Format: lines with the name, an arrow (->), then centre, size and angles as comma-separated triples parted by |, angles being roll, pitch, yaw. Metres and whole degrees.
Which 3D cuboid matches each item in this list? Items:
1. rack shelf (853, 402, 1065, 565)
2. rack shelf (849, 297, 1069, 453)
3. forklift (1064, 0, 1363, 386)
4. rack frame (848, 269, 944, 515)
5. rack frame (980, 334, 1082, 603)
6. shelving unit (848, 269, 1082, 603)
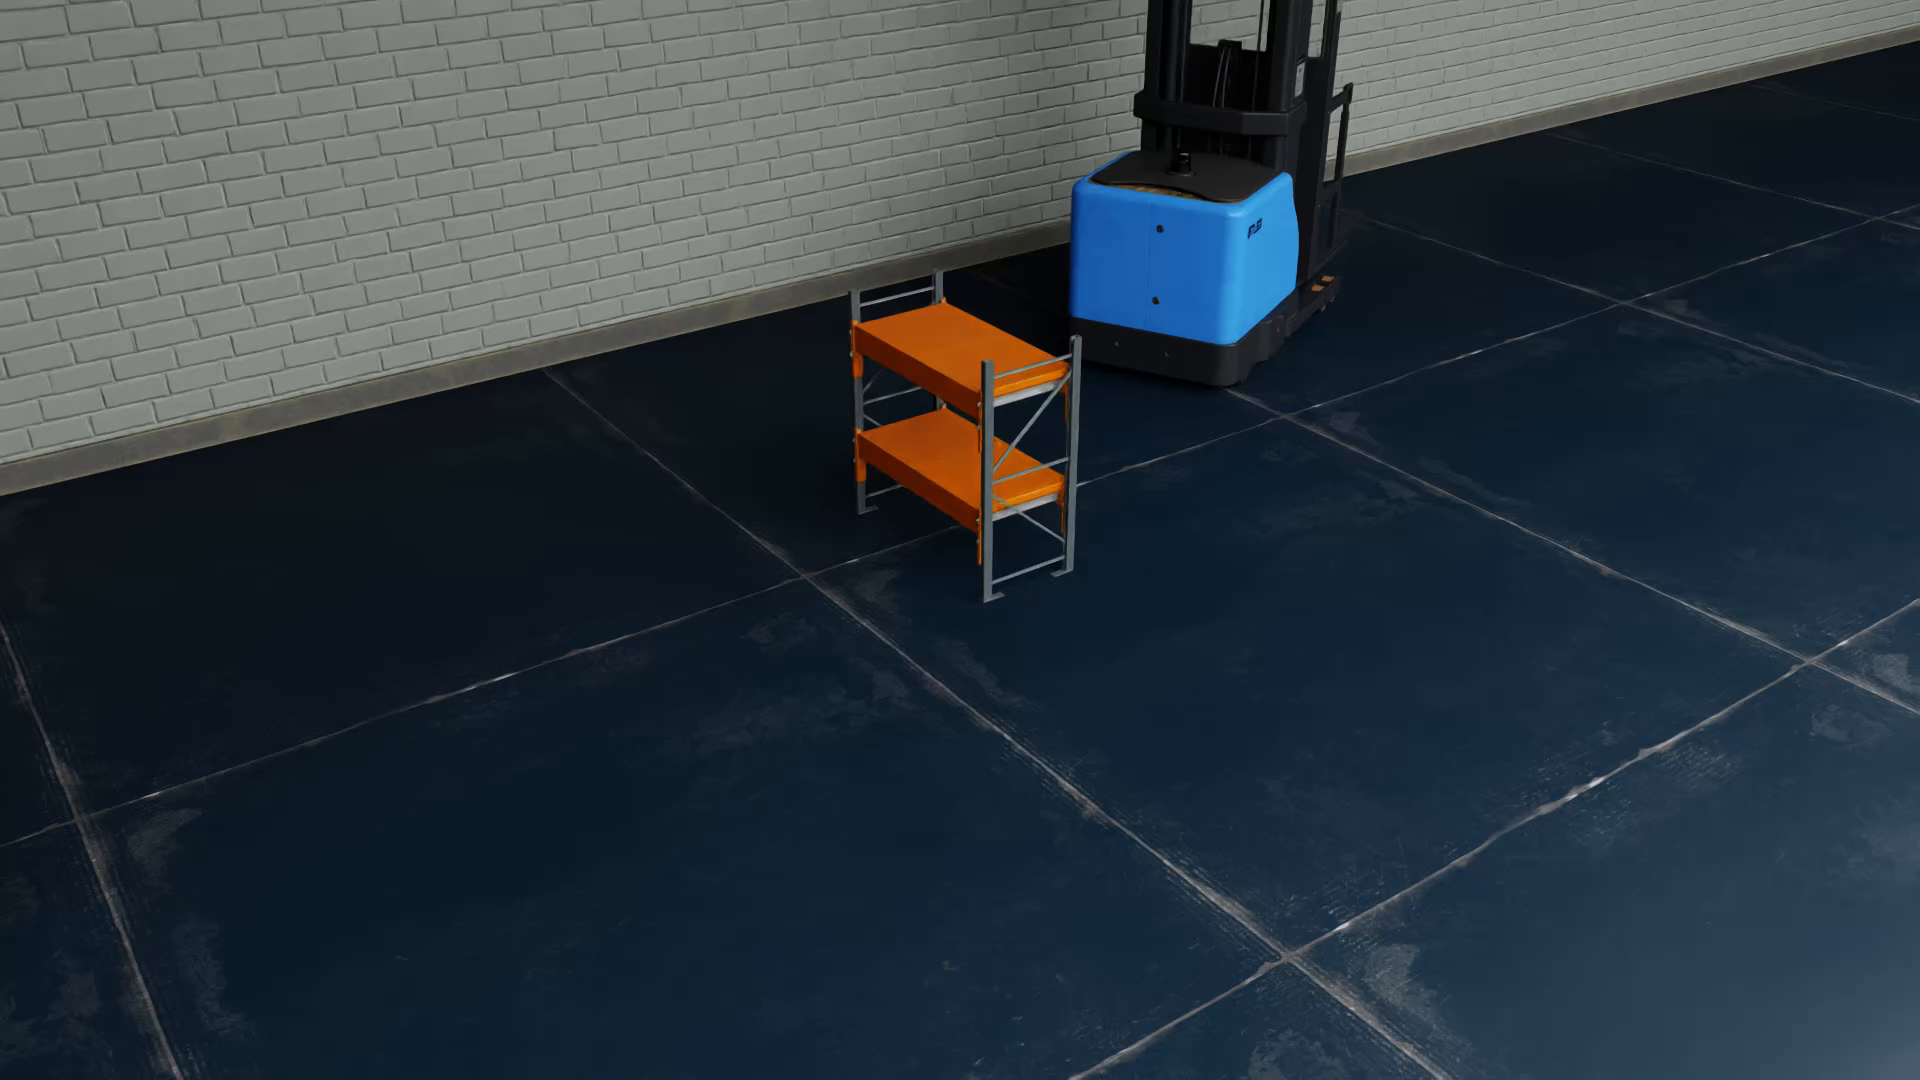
rack shelf -> 0.004, -0.277, 7.593 | 0.538, 0.278, 1.000 | -19, 34, -31
rack shelf -> 0.004, -0.749, 7.337 | 0.538, 0.278, 1.000 | -19, 34, -31
forklift -> 1.751, -2.806, 9.845 | 1.130, 2.935, 3.031 | 15, 32, 25
rack frame -> -0.291, -0.689, 7.841 | 0.500, 1.125, 0.032 | -19, 34, -31
rack frame -> 0.299, -0.294, 7.113 | 0.500, 1.125, 0.032 | -19, 34, -31
shelving unit -> 0.004, -0.492, 7.477 | 0.538, 1.125, 1.048 | -19, 34, -31
